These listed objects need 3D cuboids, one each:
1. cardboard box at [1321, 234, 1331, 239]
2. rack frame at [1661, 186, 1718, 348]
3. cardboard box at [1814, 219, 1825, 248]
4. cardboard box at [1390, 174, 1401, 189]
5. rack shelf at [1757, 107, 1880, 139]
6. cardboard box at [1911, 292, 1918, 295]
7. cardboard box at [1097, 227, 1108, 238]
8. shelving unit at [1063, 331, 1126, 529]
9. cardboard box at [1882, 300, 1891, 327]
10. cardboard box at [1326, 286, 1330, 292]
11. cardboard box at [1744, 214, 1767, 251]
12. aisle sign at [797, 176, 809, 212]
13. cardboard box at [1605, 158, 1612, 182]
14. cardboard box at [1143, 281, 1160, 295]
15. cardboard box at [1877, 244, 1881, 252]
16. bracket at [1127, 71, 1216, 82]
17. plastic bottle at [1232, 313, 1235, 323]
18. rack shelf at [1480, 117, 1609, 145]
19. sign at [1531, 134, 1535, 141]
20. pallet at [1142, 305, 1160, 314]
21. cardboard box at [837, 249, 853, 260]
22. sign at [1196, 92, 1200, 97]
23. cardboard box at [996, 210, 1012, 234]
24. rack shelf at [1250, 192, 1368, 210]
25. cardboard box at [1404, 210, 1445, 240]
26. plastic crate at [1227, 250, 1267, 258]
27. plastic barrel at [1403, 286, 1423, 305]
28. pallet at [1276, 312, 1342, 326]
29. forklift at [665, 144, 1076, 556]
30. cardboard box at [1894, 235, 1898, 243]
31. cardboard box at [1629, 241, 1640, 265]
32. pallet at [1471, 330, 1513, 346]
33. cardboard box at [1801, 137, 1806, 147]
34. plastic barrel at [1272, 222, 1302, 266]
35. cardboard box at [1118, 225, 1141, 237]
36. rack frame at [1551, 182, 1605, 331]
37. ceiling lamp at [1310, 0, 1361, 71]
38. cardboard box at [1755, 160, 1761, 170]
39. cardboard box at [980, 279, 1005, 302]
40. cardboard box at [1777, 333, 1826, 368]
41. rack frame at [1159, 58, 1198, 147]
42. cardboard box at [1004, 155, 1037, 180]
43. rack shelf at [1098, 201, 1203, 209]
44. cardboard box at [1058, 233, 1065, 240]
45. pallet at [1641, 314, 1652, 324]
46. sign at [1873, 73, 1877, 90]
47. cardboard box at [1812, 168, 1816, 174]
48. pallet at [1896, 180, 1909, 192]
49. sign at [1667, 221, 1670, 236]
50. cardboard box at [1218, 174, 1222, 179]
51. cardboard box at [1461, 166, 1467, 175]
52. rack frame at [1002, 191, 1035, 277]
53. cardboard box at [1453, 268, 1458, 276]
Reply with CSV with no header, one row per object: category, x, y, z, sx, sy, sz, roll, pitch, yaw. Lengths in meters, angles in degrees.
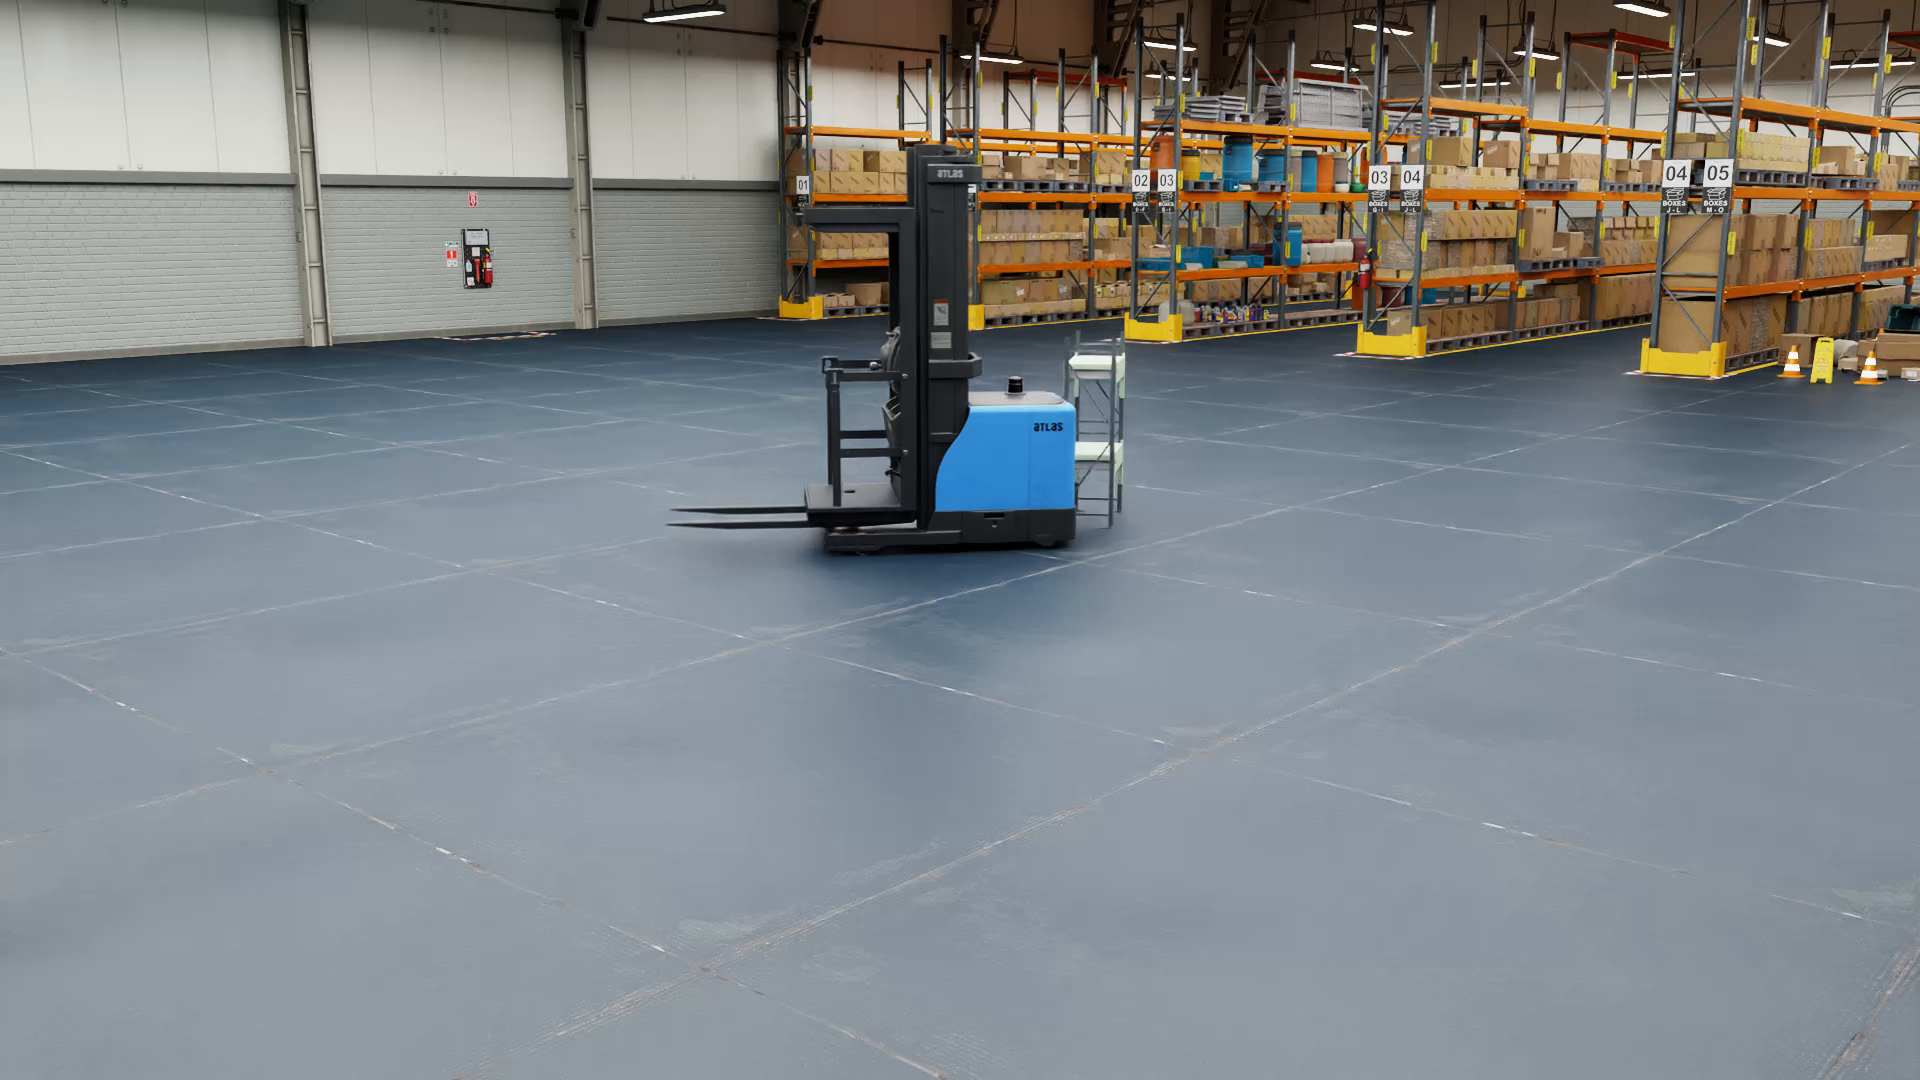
cardboard box,9.788,-8.124,45.470,0.500,0.500,0.500,10,15,41
rack frame,11.086,-4.034,25.250,0.949,2.616,0.053,10,15,40
cardboard box,14.725,-5.385,29.208,0.700,0.500,0.500,10,15,41
cardboard box,7.557,-6.191,28.773,0.500,0.250,0.500,10,15,42
rack shelf,15.050,-7.309,29.189,1.077,0.370,4.000,10,15,40
cardboard box,20.958,-5.398,36.766,0.380,0.149,0.250,10,15,41
cardboard box,3.744,-8.404,46.065,0.500,0.500,0.500,10,15,41
shelving unit,1.082,-0.904,13.410,0.431,1.500,0.755,2,11,10
cardboard box,18.030,-4.487,32.830,0.500,0.500,0.500,9,15,39
cardboard box,10.044,-6.992,46.168,0.380,0.166,0.250,10,15,40
cardboard box,12.128,-4.844,26.165,0.875,0.550,0.550,10,15,40
aisle sign,-3.555,-7.836,37.650,0.394,0.787,0.004,10,15,40
cardboard box,13.059,-7.693,34.577,0.797,0.503,0.637,11,16,44
cardboard box,4.438,-6.020,39.712,0.500,0.311,0.500,10,15,40
cardboard box,17.522,-5.638,32.090,0.380,0.149,0.250,10,15,40
bracket,6.242,-13.693,49.101,0.076,0.066,4.783,10,15,40
plastic bottle,5.498,-4.480,33.503,0.097,0.201,0.097,0,11,0
rack shelf,11.390,-7.965,32.474,1.077,0.370,4.000,10,15,40
sign,14.695,-10.399,42.625,0.100,0.325,0.005,10,15,40
pallet,4.699,-5.665,40.533,1.003,0.211,1.213,10,15,40
cardboard box,-2.840,-6.656,38.710,0.500,0.250,0.500,9,15,39
sign,5.691,-10.554,39.790,0.100,0.325,0.005,10,15,40
cardboard box,0.687,-6.809,35.577,0.700,0.500,0.500,9,15,39
rack shelf,7.670,-7.331,35.935,1.077,0.370,4.000,10,15,40
cardboard box,7.998,-5.421,28.625,0.500,0.500,0.500,10,15,40
plastic crate,5.909,-5.828,34.388,0.767,0.338,0.504,10,15,40
plastic barrel,10.791,-6.090,39.831,0.600,0.901,0.708,10,15,40
pallet,7.644,-4.852,36.465,1.003,0.211,1.213,10,15,40
forklift,-0.687,-1.433,12.401,3.031,2.935,1.130,-1,11,-6
cardboard box,18.370,-5.973,33.009,0.380,0.149,0.250,10,15,40
cardboard box,14.242,-6.177,35.726,0.500,0.500,0.500,10,15,41
pallet,9.654,-3.807,31.235,1.003,0.211,1.213,10,15,40
cardboard box,13.560,-6.484,27.134,0.380,0.149,0.250,10,15,40
plastic barrel,6.832,-6.182,34.725,0.600,0.901,0.708,10,15,40
cardboard box,4.559,-8.601,47.351,0.980,0.700,0.700,10,15,41
rack frame,12.711,-5.867,34.426,1.000,3.000,0.127,10,15,40
ceiling lamp,9.389,-13.068,40.261,0.800,3.185,2.000,10,15,40
cardboard box,12.056,-5.757,25.532,0.380,0.149,0.250,10,15,41
cardboard box,0.771,-5.463,36.437,0.500,0.500,0.500,10,15,40
cardboard box,13.476,-3.036,26.631,0.500,0.500,0.500,-9,14,-38
rack frame,5.272,-10.090,40.253,1.000,3.000,0.127,10,15,40
cardboard box,1.293,-7.975,35.636,0.500,0.500,0.500,10,15,40
rack shelf,5.509,-9.789,48.241,1.077,0.370,4.000,10,15,40
cardboard box,2.105,-6.745,36.913,0.380,0.149,0.250,10,15,40
pallet,14.898,-4.964,37.028,1.003,0.211,1.213,10,15,40
sign,18.615,-9.311,33.765,0.100,0.325,0.005,10,15,40
cardboard box,14.315,-6.339,28.146,0.258,0.266,0.396,9,15,39
pallet,17.840,-6.948,32.660,1.213,0.211,1.003,10,15,40
sign,15.765,-6.915,36.922,0.100,0.325,0.005,10,15,40
cardboard box,6.214,-8.888,41.639,0.910,0.500,0.500,10,15,40
cardboard box,8.669,-6.480,29.204,0.380,0.149,0.250,9,14,38
rack frame,1.548,-7.788,44.045,1.000,3.000,0.127,10,15,40
cardboard box,8.617,-4.762,29.538,0.380,0.149,0.250,10,15,40
